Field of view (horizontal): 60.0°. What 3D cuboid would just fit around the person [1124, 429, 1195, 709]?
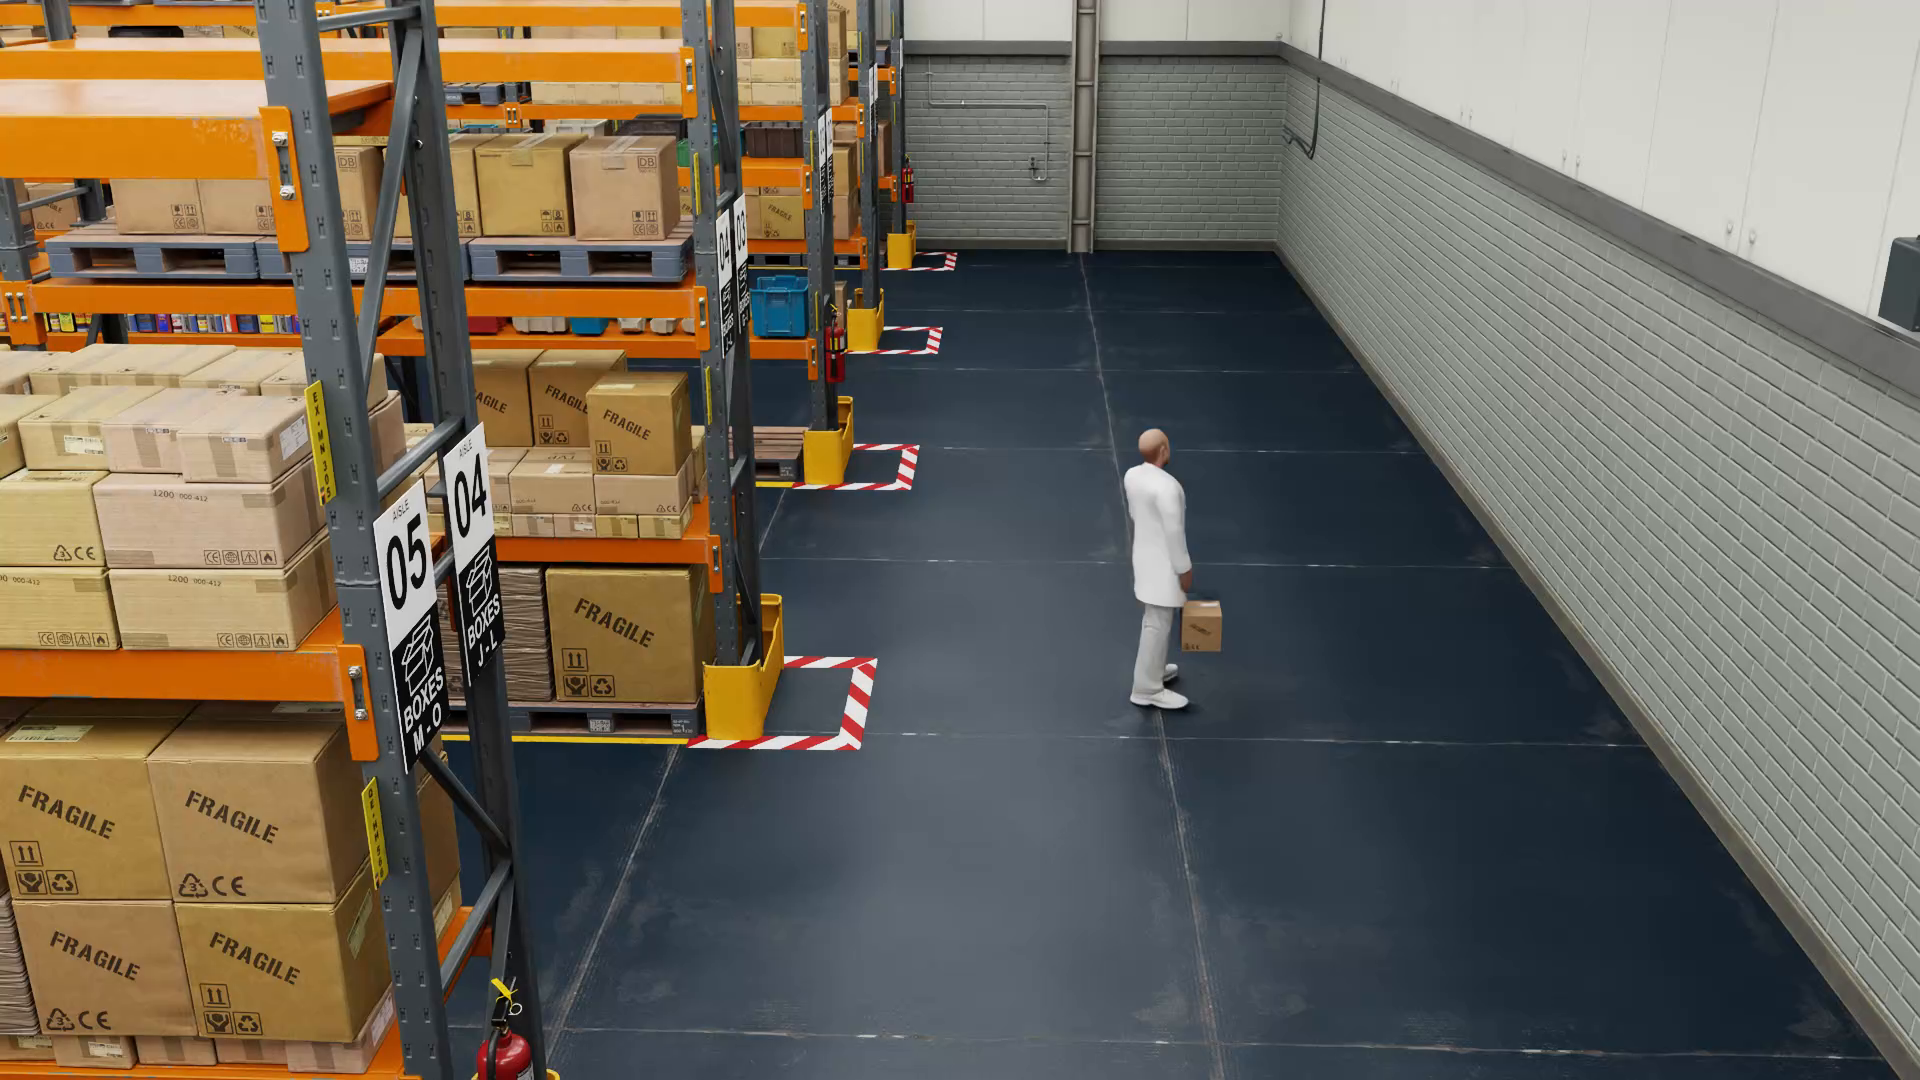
[{"bbox_3d":[1.302,0.168,10.654,0.507,1.773,0.650,-8,22,-20],"label":"person"}]
